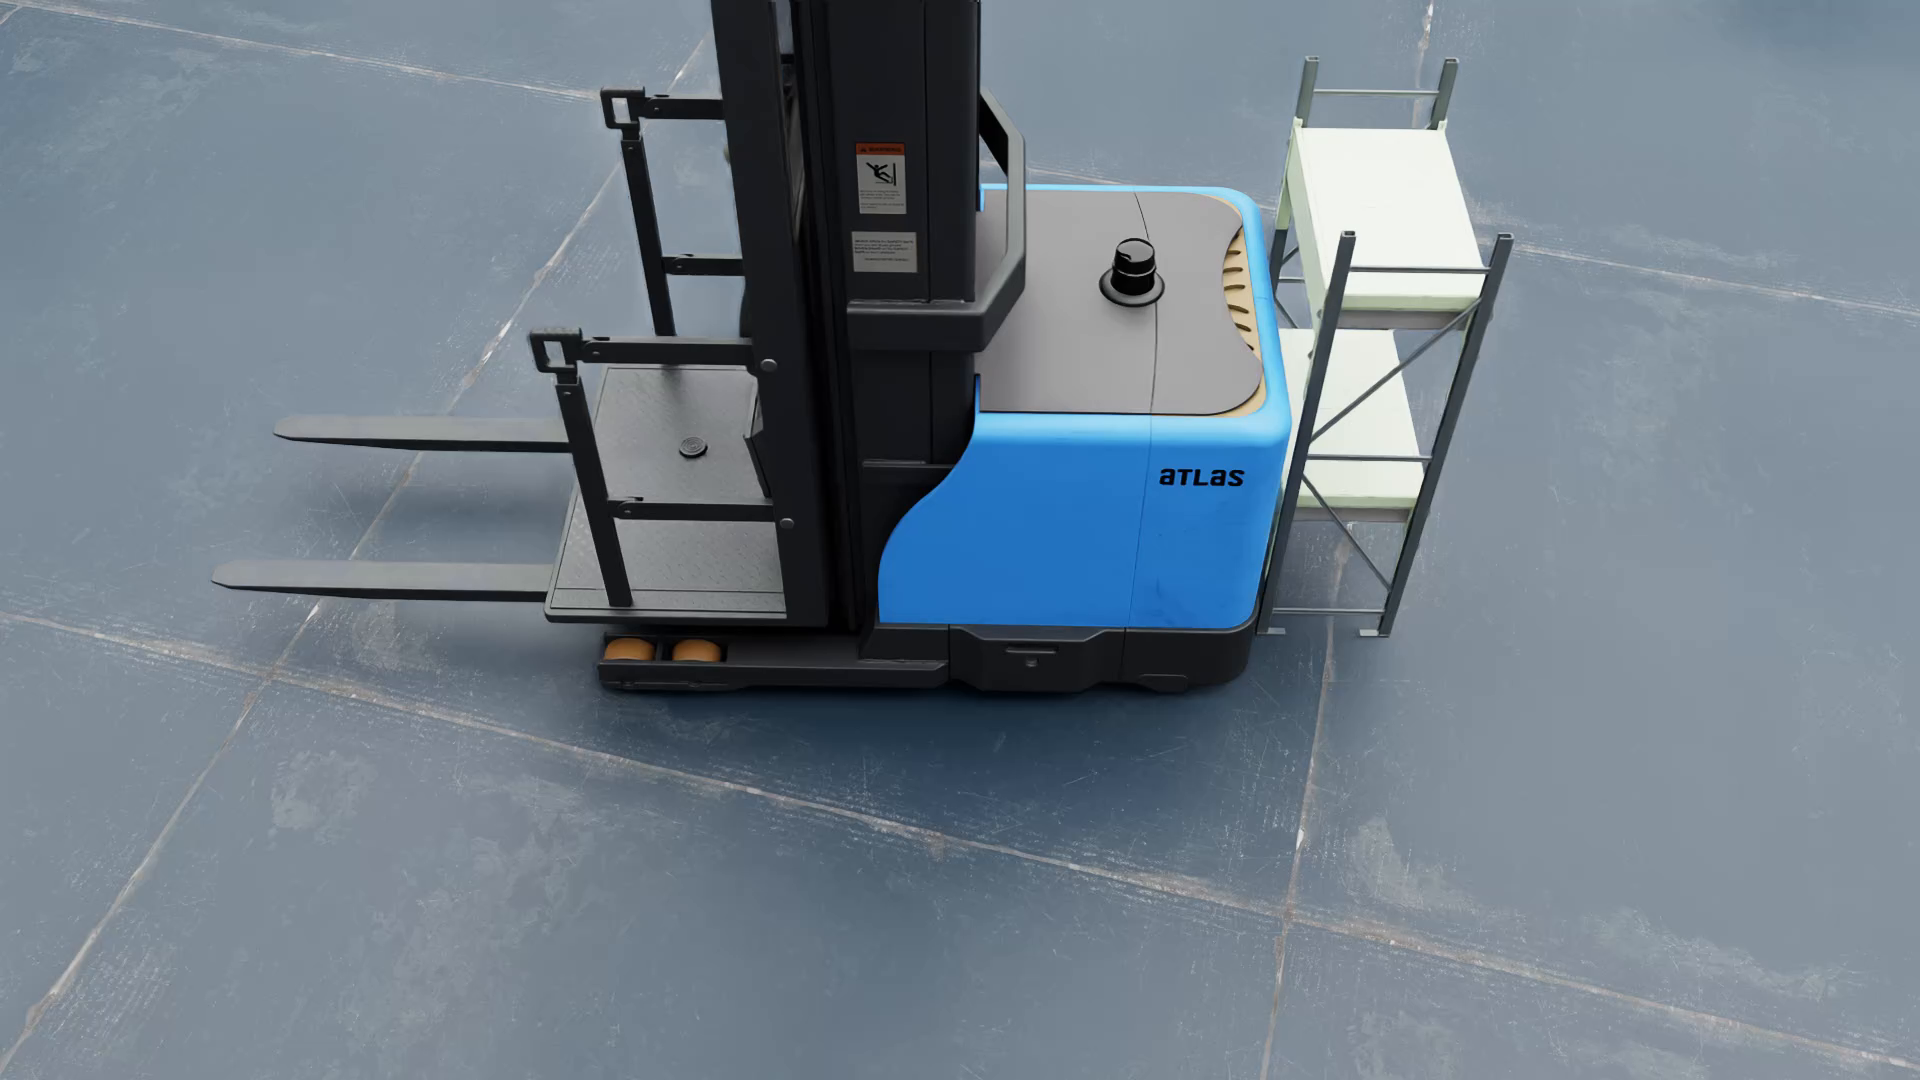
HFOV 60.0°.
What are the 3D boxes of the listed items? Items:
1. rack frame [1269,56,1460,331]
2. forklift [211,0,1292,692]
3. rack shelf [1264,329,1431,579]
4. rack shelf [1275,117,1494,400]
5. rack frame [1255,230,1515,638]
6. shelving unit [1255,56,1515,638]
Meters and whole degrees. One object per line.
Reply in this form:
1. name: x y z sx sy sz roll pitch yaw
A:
1. rack frame: 1.107 -0.764 4.924 0.400 1.500 0.023 1 49 1
2. forklift: -0.665 -0.925 4.111 3.031 2.935 1.130 1 49 1
3. rack shelf: 1.098 -0.274 4.926 0.431 0.370 0.720 1 49 1
4. rack shelf: 1.099 -0.748 4.389 0.431 0.370 0.720 1 49 1
5. rack frame: 1.090 -0.216 4.440 0.400 1.500 0.023 1 49 1
6. shelving unit: 1.099 -0.490 4.682 0.431 1.500 0.755 1 49 1
